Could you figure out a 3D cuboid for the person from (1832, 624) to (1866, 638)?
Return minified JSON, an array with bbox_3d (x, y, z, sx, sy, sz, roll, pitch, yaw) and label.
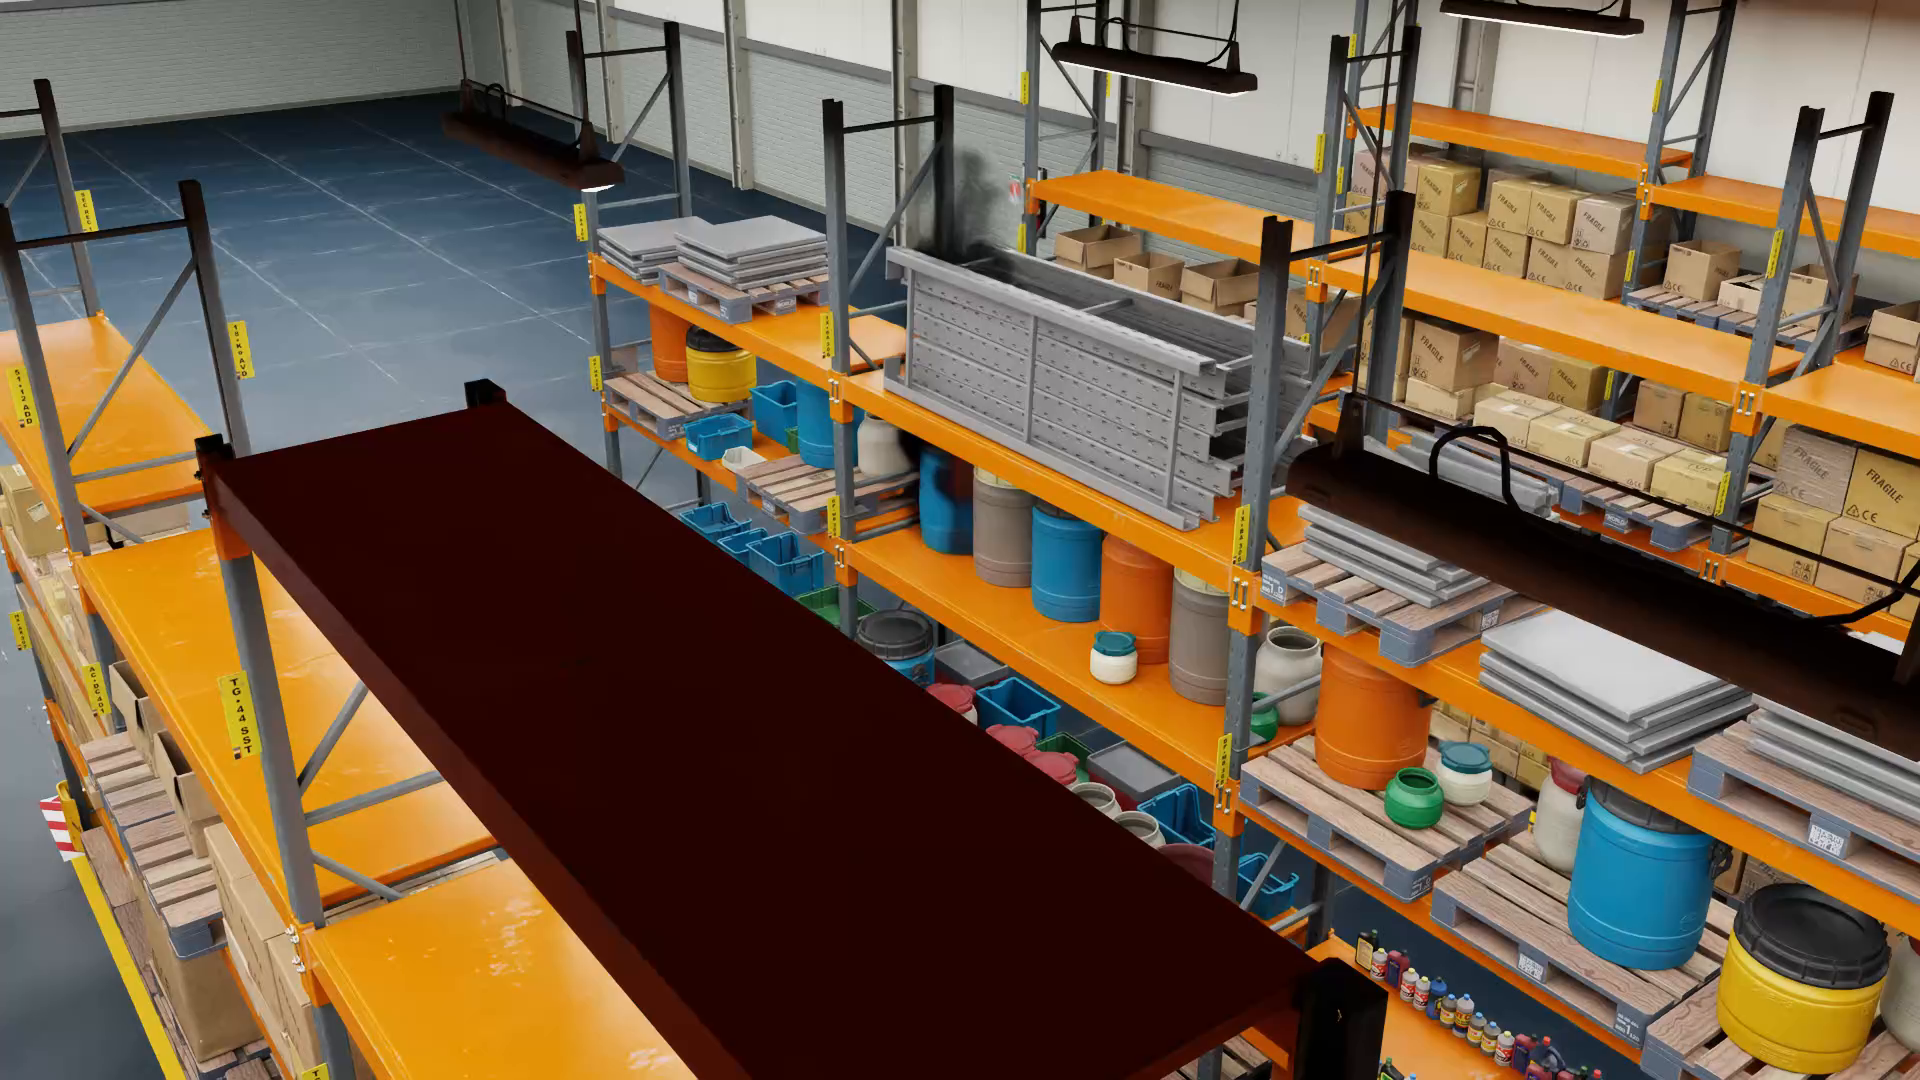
[{"bbox_3d":[7.407,1.304,14.135,0.702,1.723,0.598,-16,29,-30],"label":"person"}]
